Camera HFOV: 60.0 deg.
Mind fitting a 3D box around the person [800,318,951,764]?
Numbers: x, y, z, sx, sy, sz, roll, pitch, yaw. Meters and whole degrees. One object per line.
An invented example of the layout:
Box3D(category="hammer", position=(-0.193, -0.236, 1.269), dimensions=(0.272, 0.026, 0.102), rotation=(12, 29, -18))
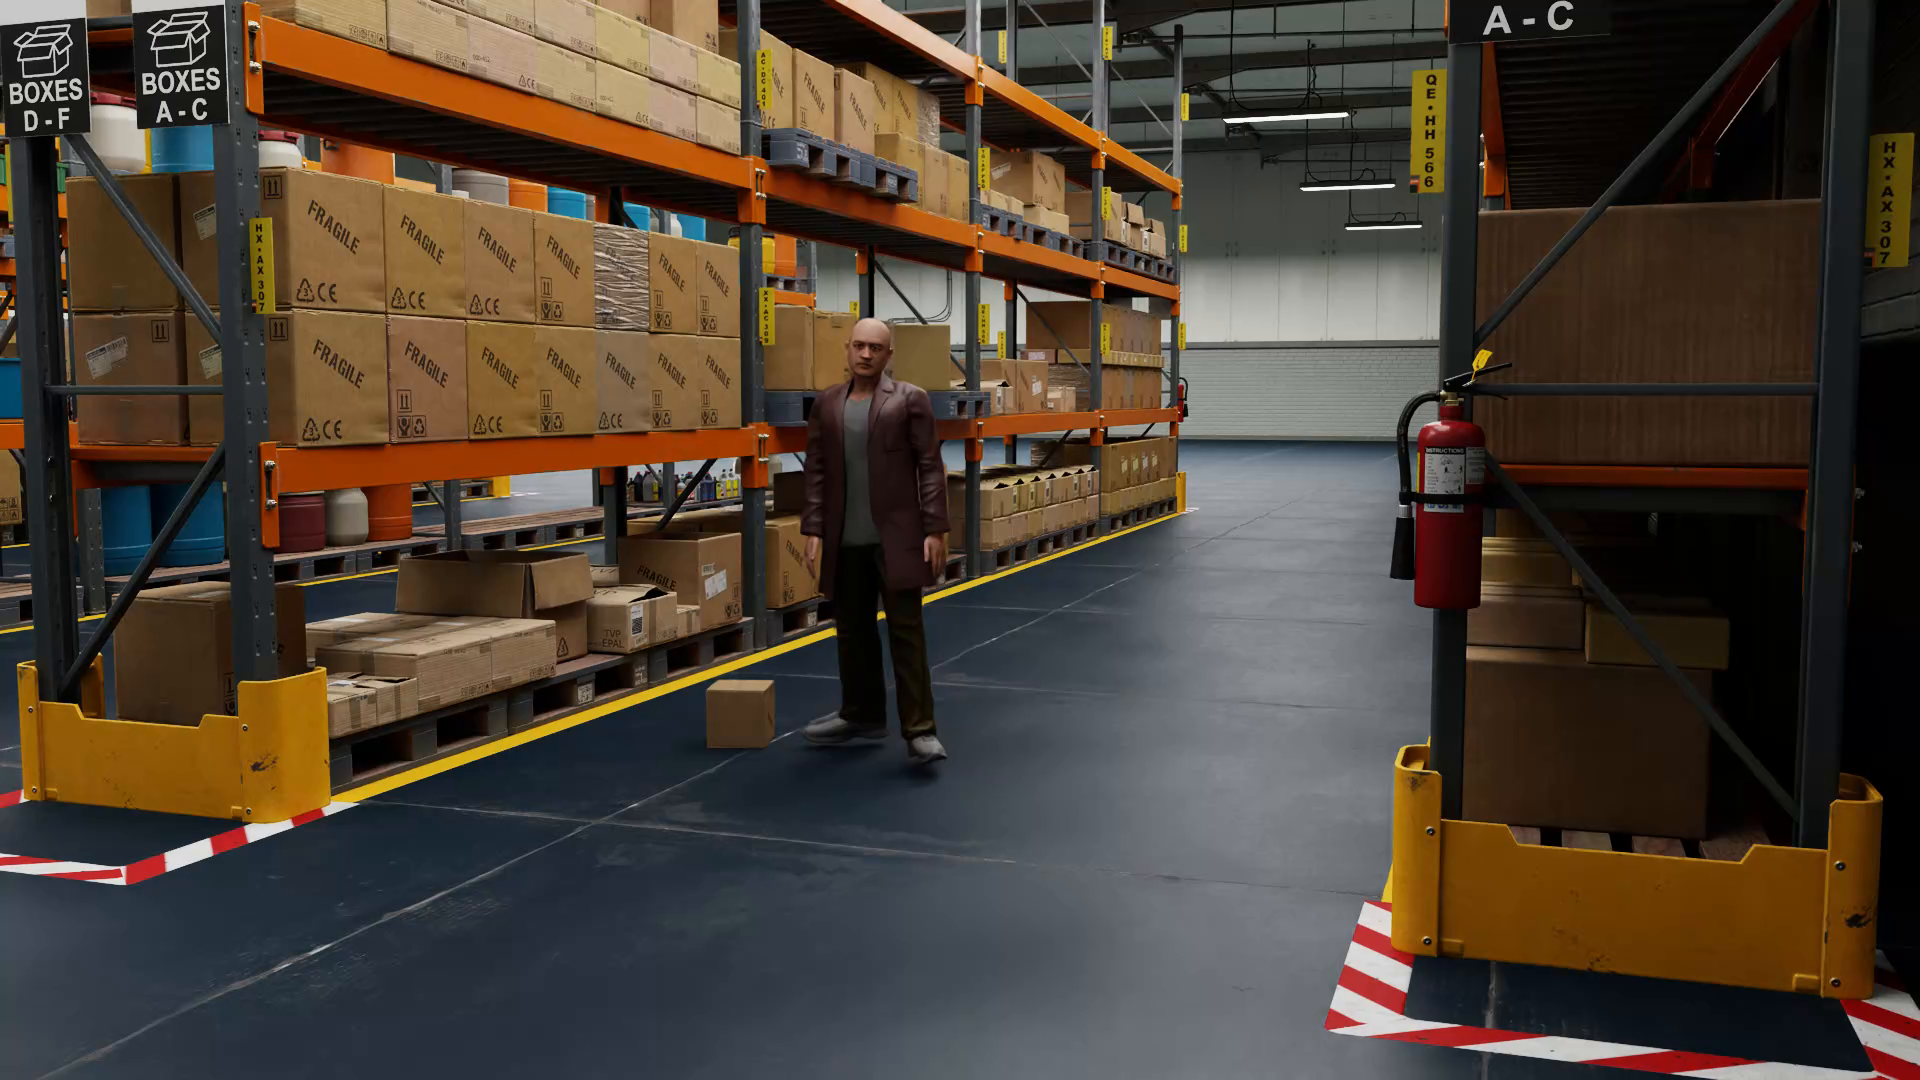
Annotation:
Box3D(category="person", position=(-0.331, -0.010, 6.757), dimensions=(0.771, 1.771, 0.577), rotation=(2, 5, 21))
